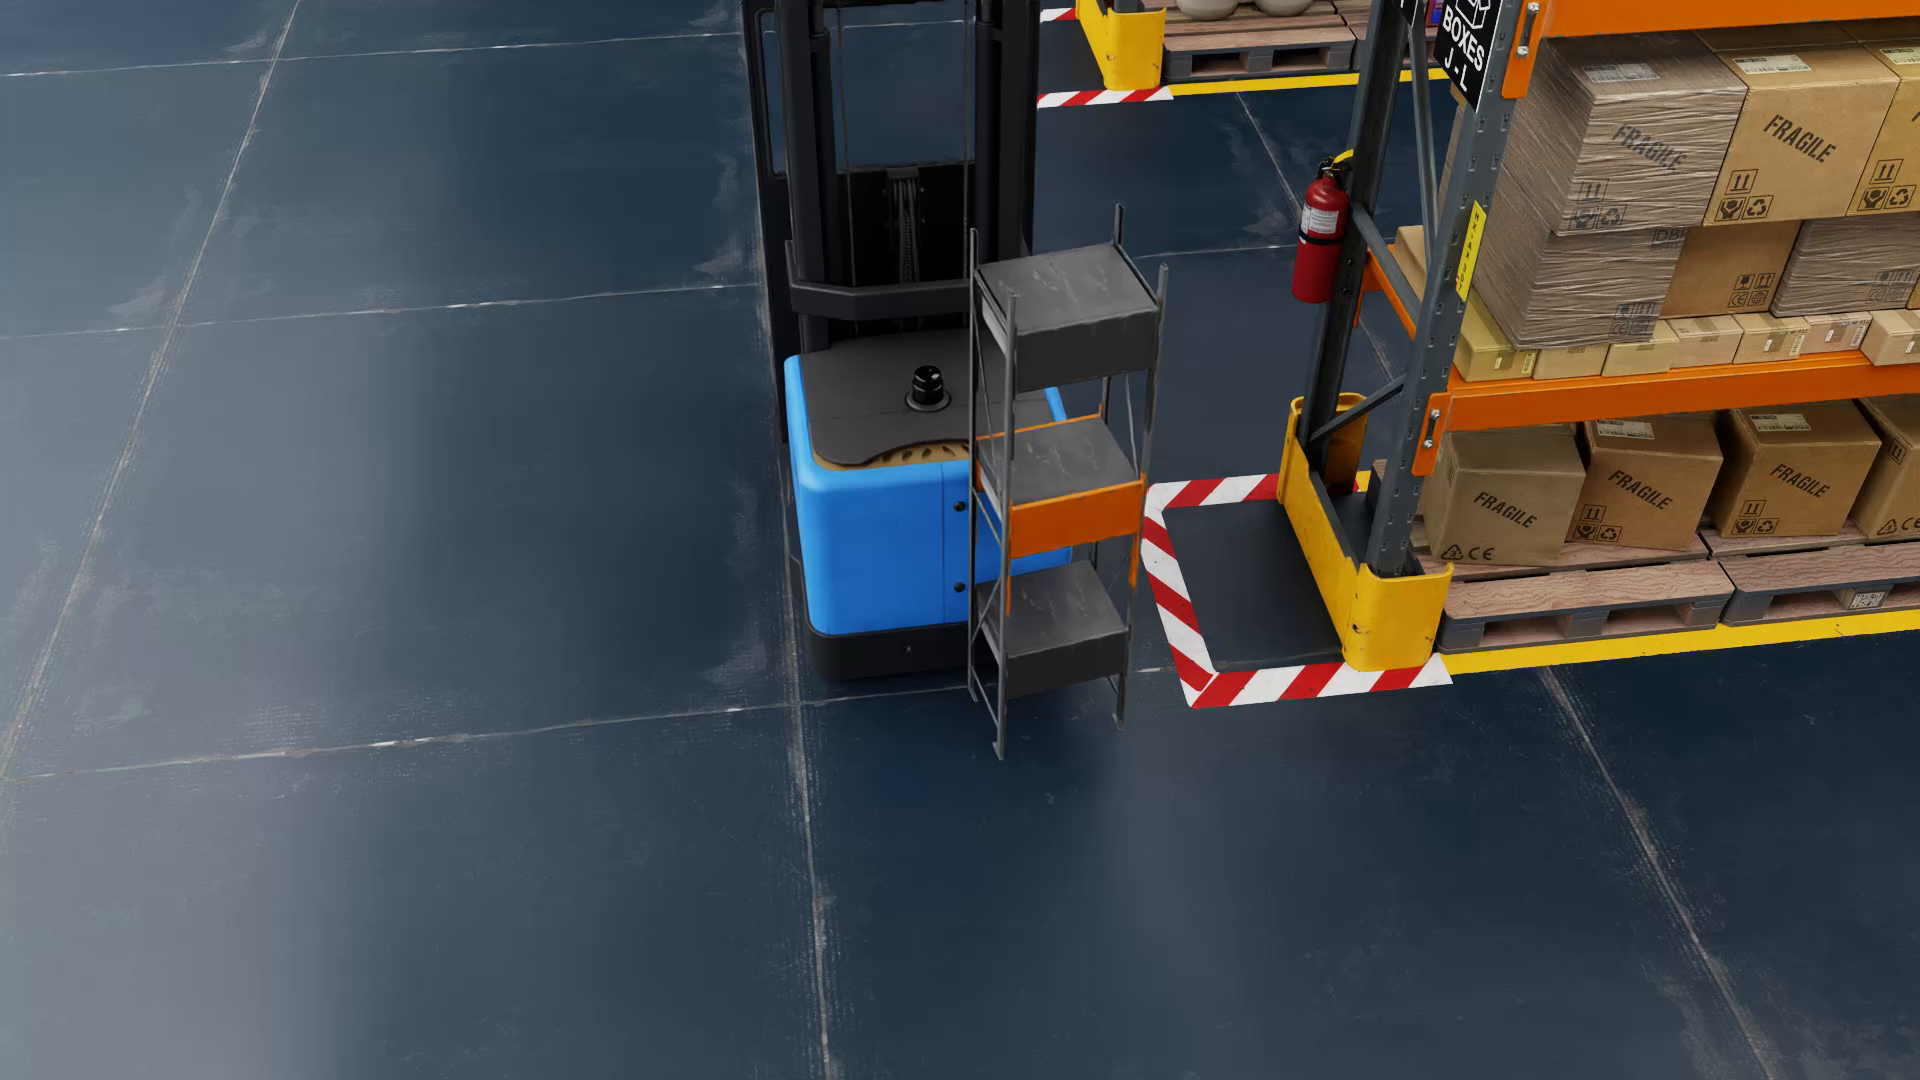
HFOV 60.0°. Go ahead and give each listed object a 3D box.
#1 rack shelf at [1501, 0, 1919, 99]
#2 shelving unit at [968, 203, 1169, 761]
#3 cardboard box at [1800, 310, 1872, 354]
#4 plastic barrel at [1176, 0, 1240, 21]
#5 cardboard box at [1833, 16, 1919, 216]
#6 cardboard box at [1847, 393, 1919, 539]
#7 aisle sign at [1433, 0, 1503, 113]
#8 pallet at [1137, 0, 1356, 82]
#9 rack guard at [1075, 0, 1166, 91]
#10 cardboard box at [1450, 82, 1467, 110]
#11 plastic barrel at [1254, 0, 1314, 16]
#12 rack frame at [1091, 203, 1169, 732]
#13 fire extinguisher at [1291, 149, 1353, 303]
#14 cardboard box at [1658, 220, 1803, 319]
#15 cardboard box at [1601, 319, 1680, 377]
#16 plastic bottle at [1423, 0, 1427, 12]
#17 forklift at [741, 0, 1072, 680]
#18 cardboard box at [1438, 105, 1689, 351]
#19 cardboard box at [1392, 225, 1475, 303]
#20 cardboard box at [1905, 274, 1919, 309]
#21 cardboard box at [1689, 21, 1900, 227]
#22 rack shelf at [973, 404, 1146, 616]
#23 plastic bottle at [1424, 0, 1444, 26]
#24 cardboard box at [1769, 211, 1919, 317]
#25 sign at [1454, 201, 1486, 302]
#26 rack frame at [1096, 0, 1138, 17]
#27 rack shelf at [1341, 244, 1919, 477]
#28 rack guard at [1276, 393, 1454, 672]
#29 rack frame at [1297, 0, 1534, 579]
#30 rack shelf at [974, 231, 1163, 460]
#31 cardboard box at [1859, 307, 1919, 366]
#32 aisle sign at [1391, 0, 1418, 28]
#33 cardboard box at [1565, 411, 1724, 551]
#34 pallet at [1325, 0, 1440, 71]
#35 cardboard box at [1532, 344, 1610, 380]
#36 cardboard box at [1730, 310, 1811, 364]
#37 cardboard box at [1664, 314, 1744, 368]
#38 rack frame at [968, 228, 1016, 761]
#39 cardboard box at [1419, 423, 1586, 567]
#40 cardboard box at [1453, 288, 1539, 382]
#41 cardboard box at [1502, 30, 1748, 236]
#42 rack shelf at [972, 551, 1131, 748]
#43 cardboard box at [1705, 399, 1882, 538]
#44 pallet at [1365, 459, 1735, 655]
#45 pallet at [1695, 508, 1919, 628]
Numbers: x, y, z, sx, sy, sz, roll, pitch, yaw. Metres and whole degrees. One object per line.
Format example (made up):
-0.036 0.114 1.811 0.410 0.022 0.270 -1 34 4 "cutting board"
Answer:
3.569 -1.997 5.522 4.000 0.370 1.077 -5 42 -6 "rack shelf"
0.331 -0.117 5.812 0.503 2.100 0.431 -12 43 -13 "shelving unit"
3.138 -0.862 6.154 0.250 0.149 0.380 -5 42 -6 "cardboard box"
1.586 -3.606 10.552 0.421 0.512 0.421 0 42 0 "plastic barrel"
3.158 -1.445 5.569 0.500 0.500 0.500 -5 42 -6 "cardboard box"
3.977 -0.382 6.987 0.500 0.500 0.500 -9 43 -9 "cardboard box"
1.563 -1.737 4.995 0.004 0.787 0.394 -5 42 -6 "aisle sign"
1.819 -3.335 10.790 1.213 0.211 1.003 -5 42 -6 "pallet"
1.013 -3.375 10.619 0.348 0.500 1.175 -5 42 -6 "rack guard"
2.099 -1.707 5.860 0.500 0.500 0.500 -5 42 -6 "cardboard box"
2.083 -3.649 10.600 0.421 0.512 0.421 0 42 0 "plastic barrel"
0.564 -0.166 5.866 0.015 2.100 0.400 -12 43 -13 "rack frame"
1.412 -1.244 6.447 0.183 0.674 0.296 -5 42 -6 "fire extinguisher"
2.615 -1.276 6.129 0.500 0.500 0.875 -5 42 -6 "cardboard box"
2.399 -0.770 6.052 0.250 0.149 0.380 -5 42 -6 "cardboard box"
2.884 -3.349 10.484 0.097 0.201 0.097 0 42 0 "plastic bottle"
-0.287 -1.529 6.757 1.130 2.935 3.031 -6 42 -6 "forklift"
2.134 -1.153 5.992 0.500 0.500 0.875 -5 42 -6 "cardboard box"
1.841 -1.045 6.356 0.250 0.149 0.380 -5 42 -6 "cardboard box"
3.613 -1.327 6.185 0.500 0.500 0.875 -5 42 -6 "cardboard box"
2.663 -1.401 5.520 0.500 0.500 0.500 -5 42 -6 "cardboard box"
0.331 -0.107 5.821 0.480 0.518 0.431 -12 43 -13 "rack shelf"
3.008 -3.378 10.455 0.133 0.283 0.061 -4 42 -5 "plastic bottle"
3.116 -1.291 6.145 0.500 0.500 0.875 -5 42 -6 "cardboard box"
1.656 -0.937 5.403 0.005 0.325 0.100 -5 42 -6 "sign"
0.943 -4.266 9.739 0.127 3.000 1.000 -5 42 -6 "rack frame"
3.569 -0.883 6.526 4.000 0.370 1.077 -5 42 -6 "rack shelf"
1.661 -0.055 6.937 0.348 0.500 1.175 -5 42 -6 "rack guard"
1.585 -0.976 6.093 0.127 3.000 1.000 -5 42 -6 "rack frame"
0.331 -0.627 5.352 0.480 0.518 0.431 -12 43 -13 "rack shelf"
3.399 -0.815 6.102 0.250 0.149 0.380 -5 42 -6 "cardboard box"
1.485 -2.135 5.437 0.004 0.787 0.394 -5 42 -6 "aisle sign"
2.795 -0.322 6.920 0.500 0.500 0.500 5 42 6 "cardboard box"
3.026 -3.439 10.905 1.213 0.211 1.003 -5 42 -6 "pallet"
2.149 -0.758 6.039 0.250 0.149 0.380 -5 42 -6 "cardboard box"
2.893 -0.823 6.110 0.250 0.149 0.380 -5 42 -6 "cardboard box"
2.644 -0.805 6.091 0.250 0.149 0.380 -5 42 -6 "cardboard box"
0.099 -0.068 5.758 0.015 2.100 0.400 -12 43 -13 "rack frame"
2.207 -0.247 6.837 0.500 0.500 0.500 2 42 2 "cardboard box"
1.899 -0.749 6.029 0.250 0.149 0.380 -5 42 -6 "cardboard box"
2.166 -1.362 5.477 0.500 0.500 0.500 -5 42 -6 "cardboard box"
0.331 0.413 6.290 0.480 0.518 0.431 -12 43 -13 "rack shelf"
3.418 -0.363 6.966 0.500 0.500 0.500 -1 42 -2 "cardboard box"
2.471 0.006 7.086 1.213 0.211 1.003 -5 42 -6 "pallet"
3.678 -0.098 7.201 1.213 0.211 1.003 -5 42 -6 "pallet"
